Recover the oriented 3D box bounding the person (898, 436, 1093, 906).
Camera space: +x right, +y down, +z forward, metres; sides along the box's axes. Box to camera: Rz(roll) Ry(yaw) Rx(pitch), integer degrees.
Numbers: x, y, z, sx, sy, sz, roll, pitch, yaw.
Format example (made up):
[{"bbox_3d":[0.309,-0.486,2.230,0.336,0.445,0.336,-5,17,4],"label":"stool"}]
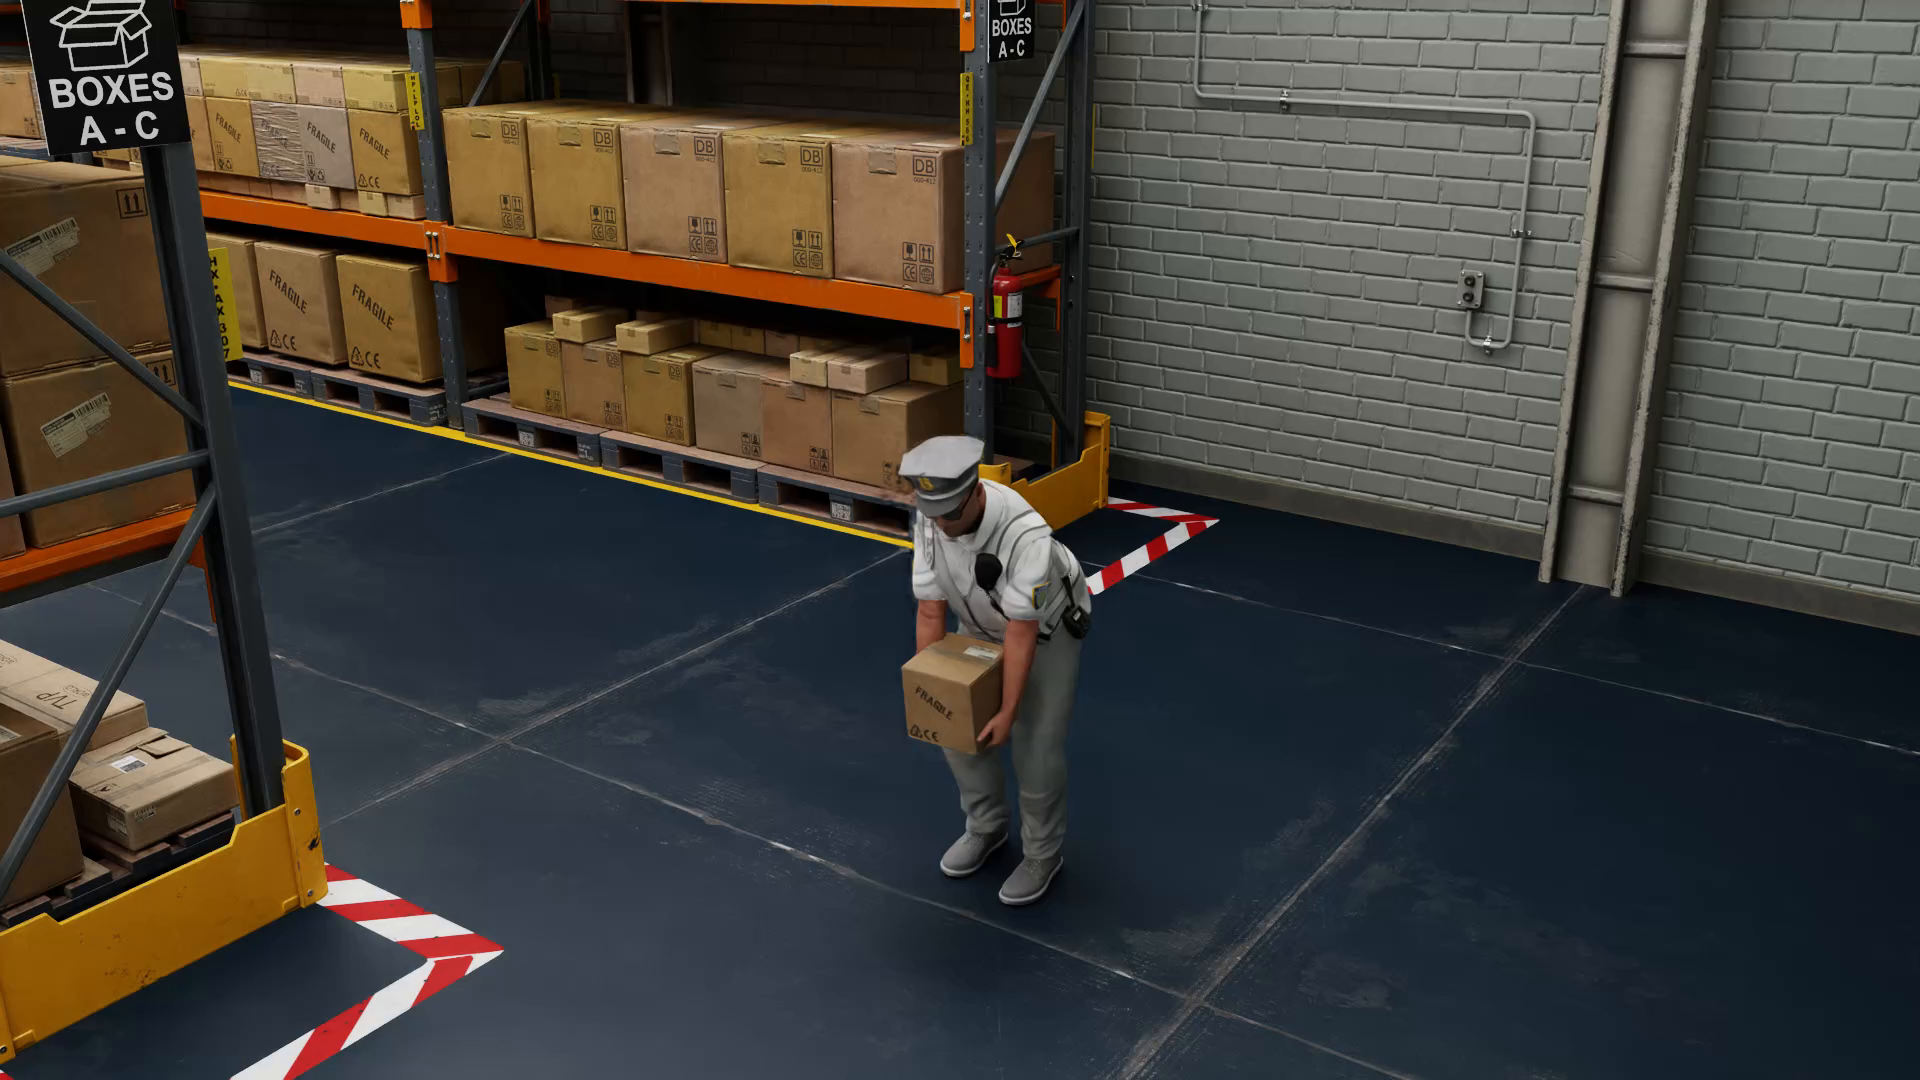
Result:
[{"bbox_3d":[0.094,0.400,5.202,0.477,1.585,0.791,12,23,31],"label":"person"}]
